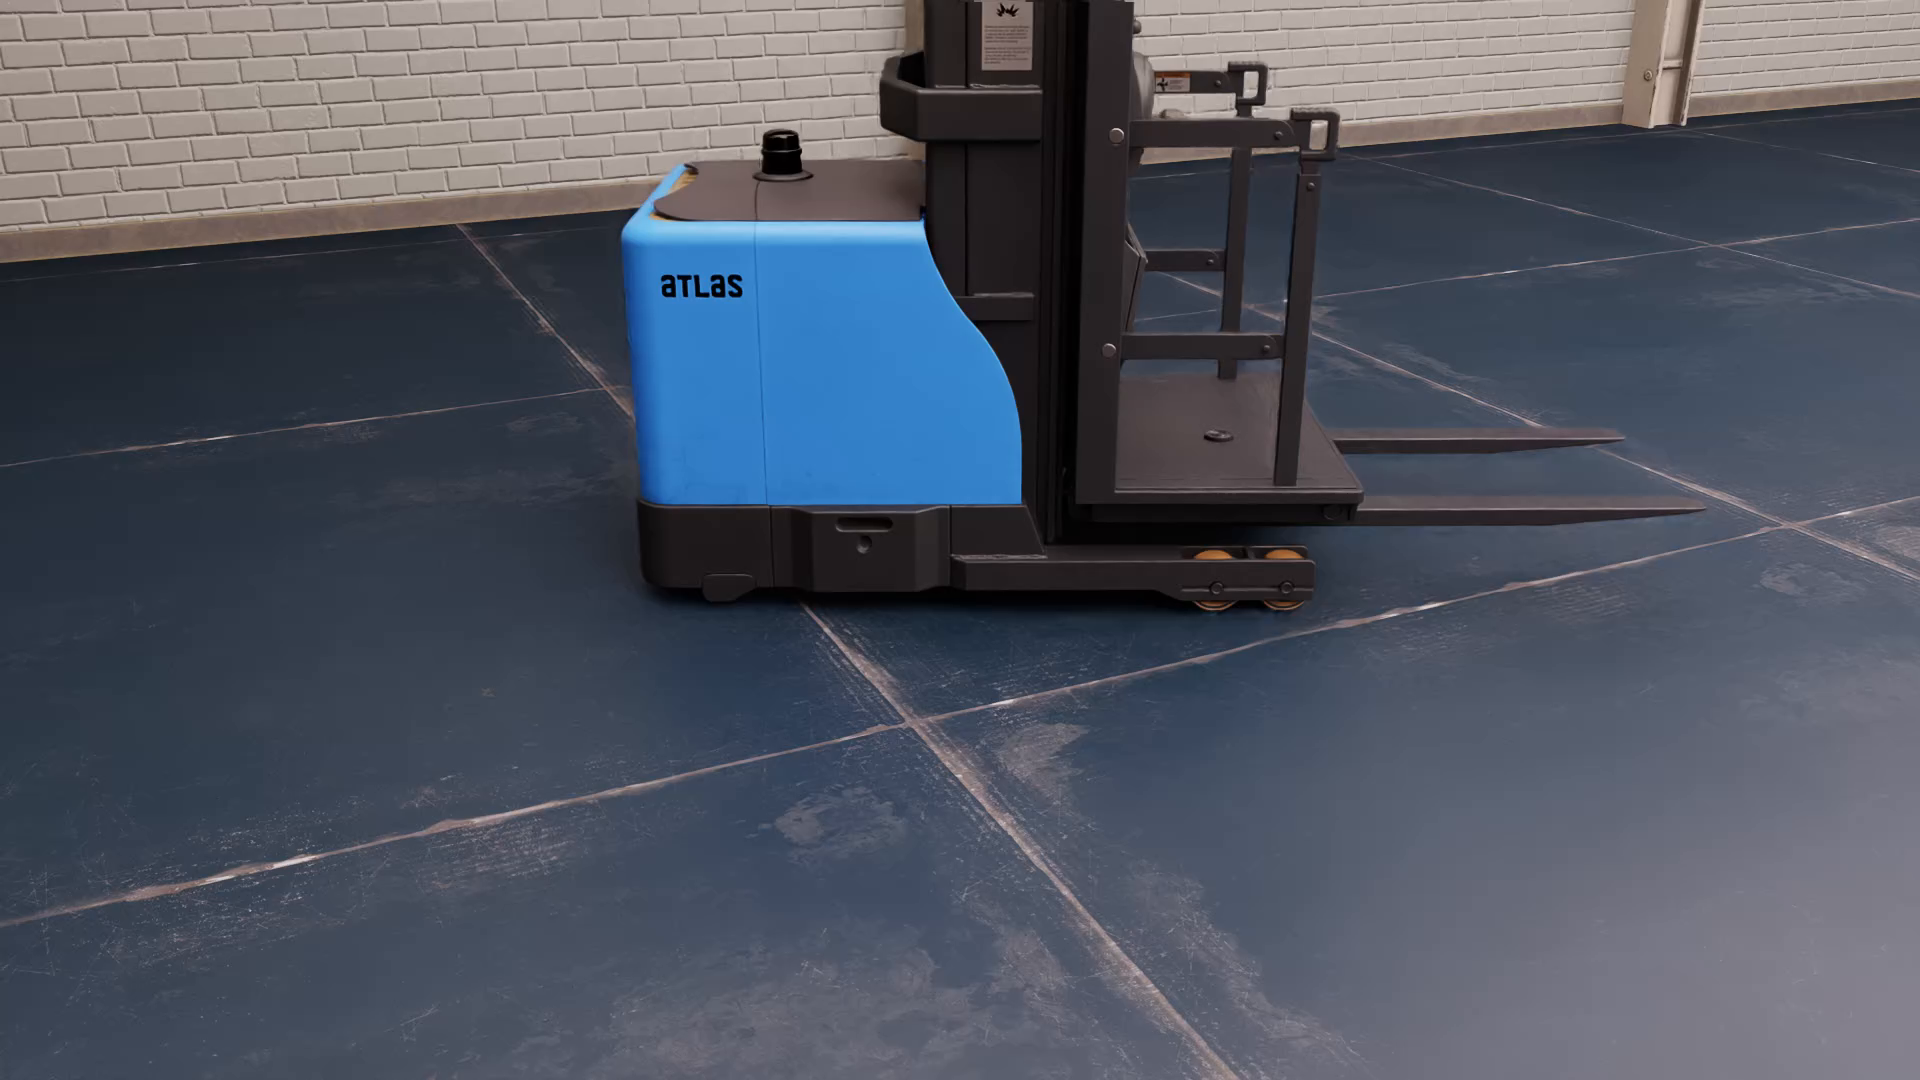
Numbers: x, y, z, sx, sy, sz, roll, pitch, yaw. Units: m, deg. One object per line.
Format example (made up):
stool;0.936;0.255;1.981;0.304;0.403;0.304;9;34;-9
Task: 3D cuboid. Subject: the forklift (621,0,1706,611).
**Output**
forklift;0.614;-1.361;4.561;3.031;2.935;1.130;0;23;-1
